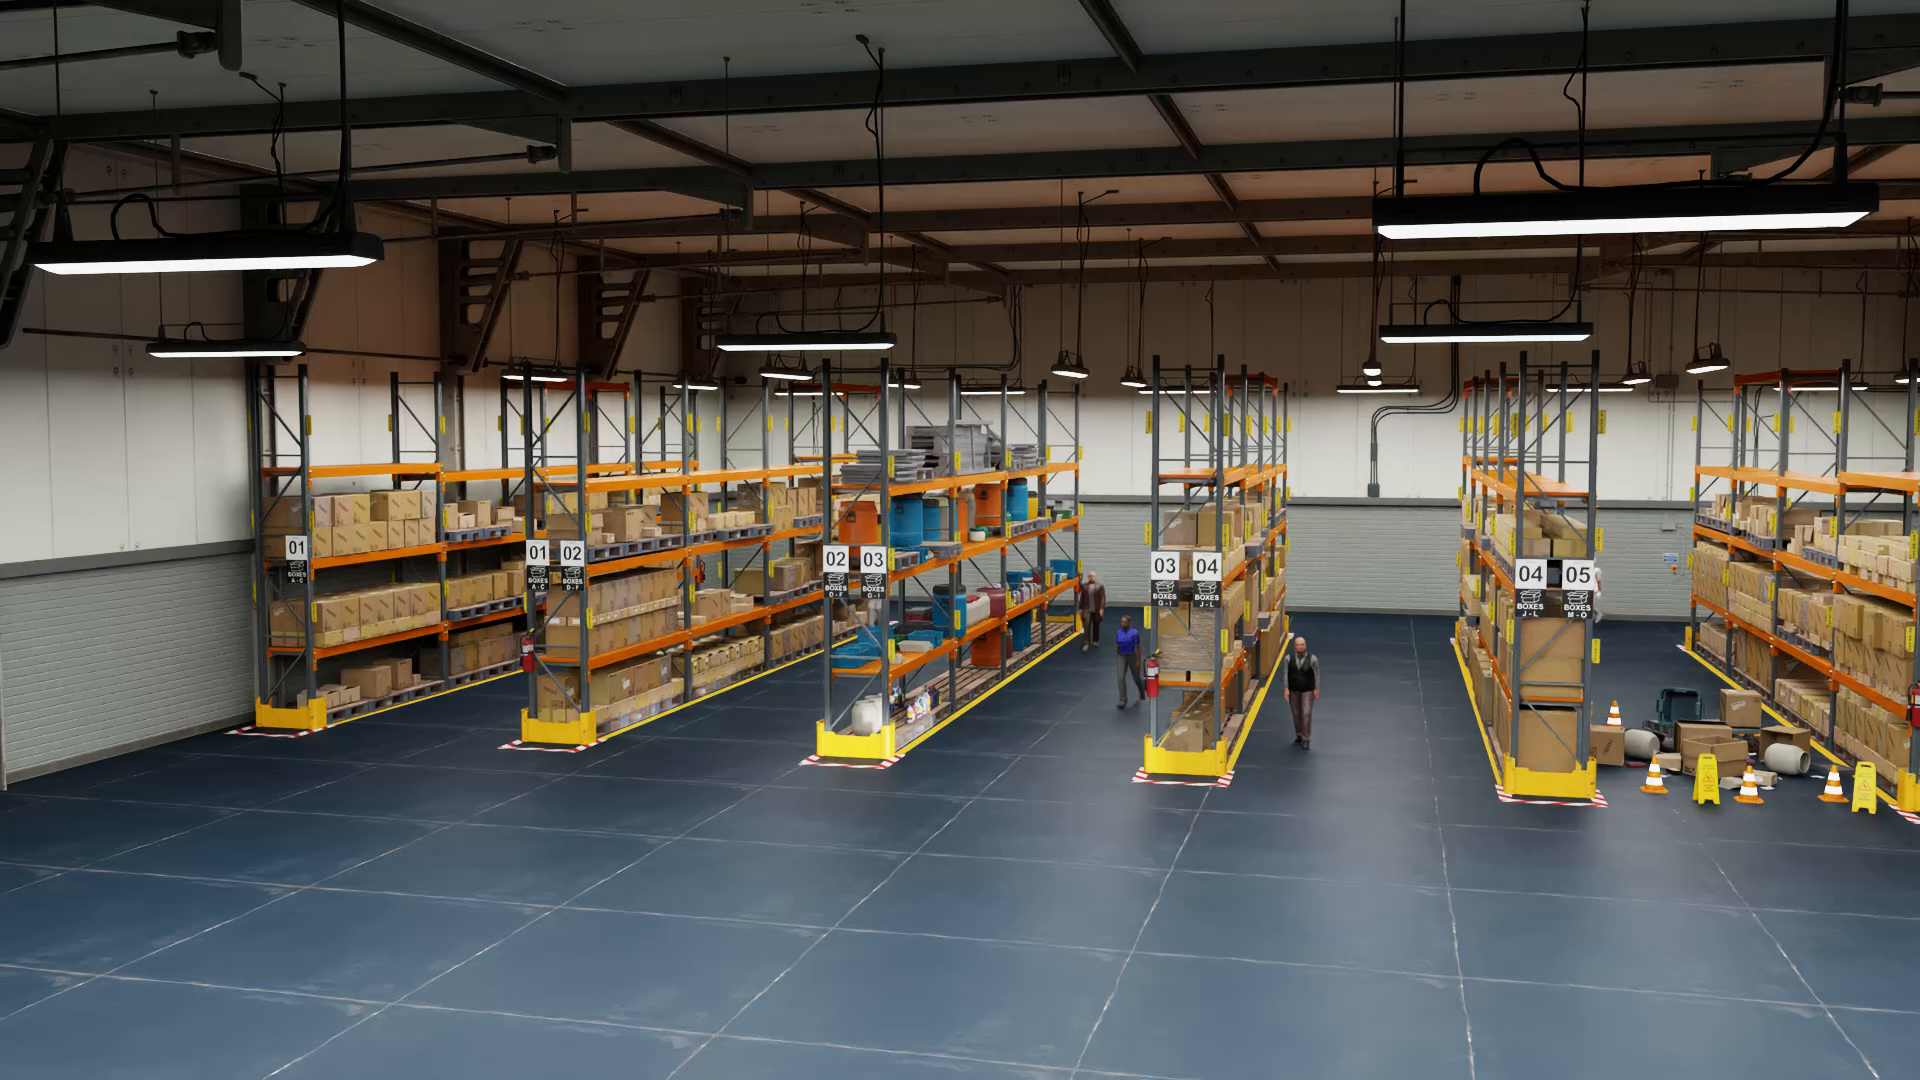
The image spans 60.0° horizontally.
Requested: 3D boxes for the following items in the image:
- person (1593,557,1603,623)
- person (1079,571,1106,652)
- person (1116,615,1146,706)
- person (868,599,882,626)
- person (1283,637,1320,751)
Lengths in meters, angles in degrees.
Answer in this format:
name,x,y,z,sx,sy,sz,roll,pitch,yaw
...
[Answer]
name,x,y,z,sx,sy,sz,roll,pitch,yaw
person,15.656,1.271,41.190,0.838,1.764,0.565,-2,4,-25
person,2.944,1.562,37.004,0.606,1.728,1.081,0,4,5
person,3.041,2.137,29.787,0.479,1.615,0.924,2,4,24
person,-1.868,1.550,37.978,0.455,1.637,0.863,1,4,11
person,5.274,2.354,25.817,0.554,1.681,0.920,2,4,25
